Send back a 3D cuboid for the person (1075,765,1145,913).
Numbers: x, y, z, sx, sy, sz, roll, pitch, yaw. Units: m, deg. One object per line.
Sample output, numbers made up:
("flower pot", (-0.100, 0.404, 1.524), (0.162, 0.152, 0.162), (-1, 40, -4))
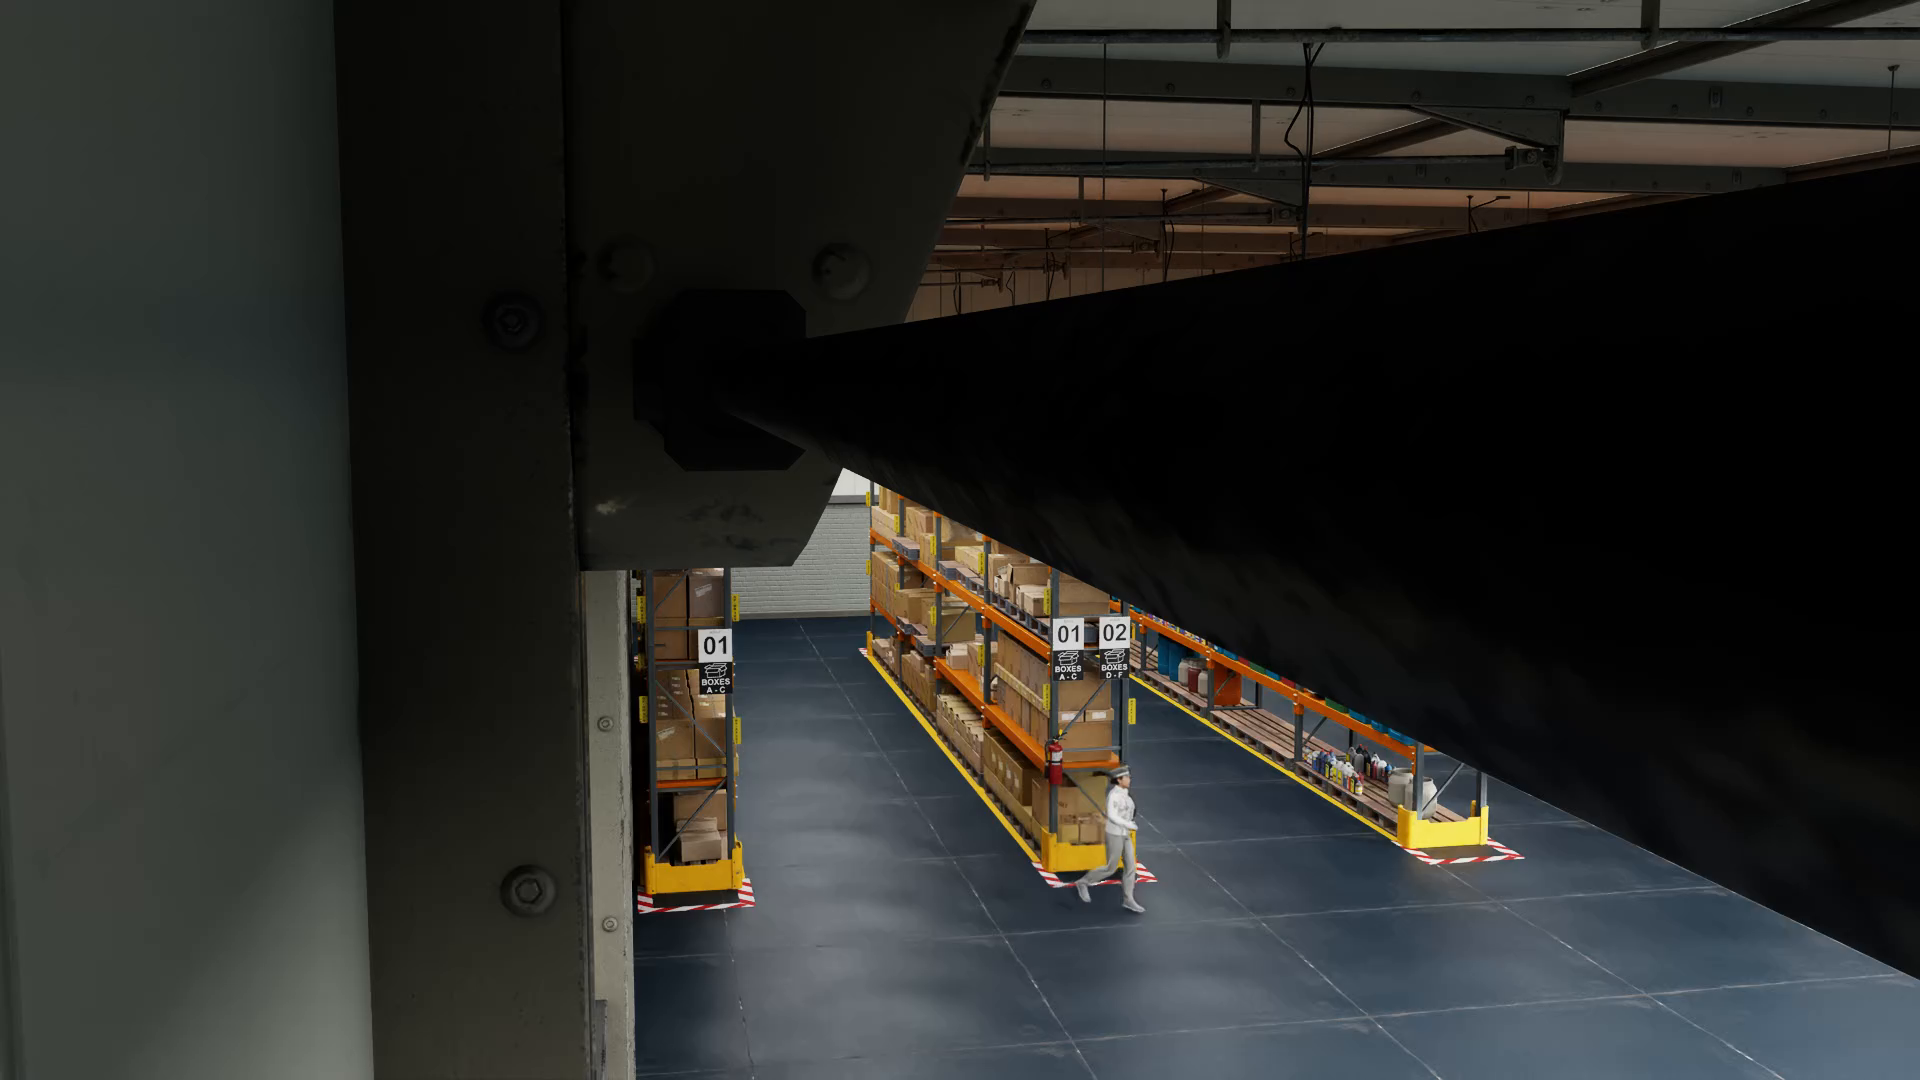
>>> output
("person", (1.809, 3.468, 19.529), (0.851, 1.672, 0.649), (2, 6, 20))
